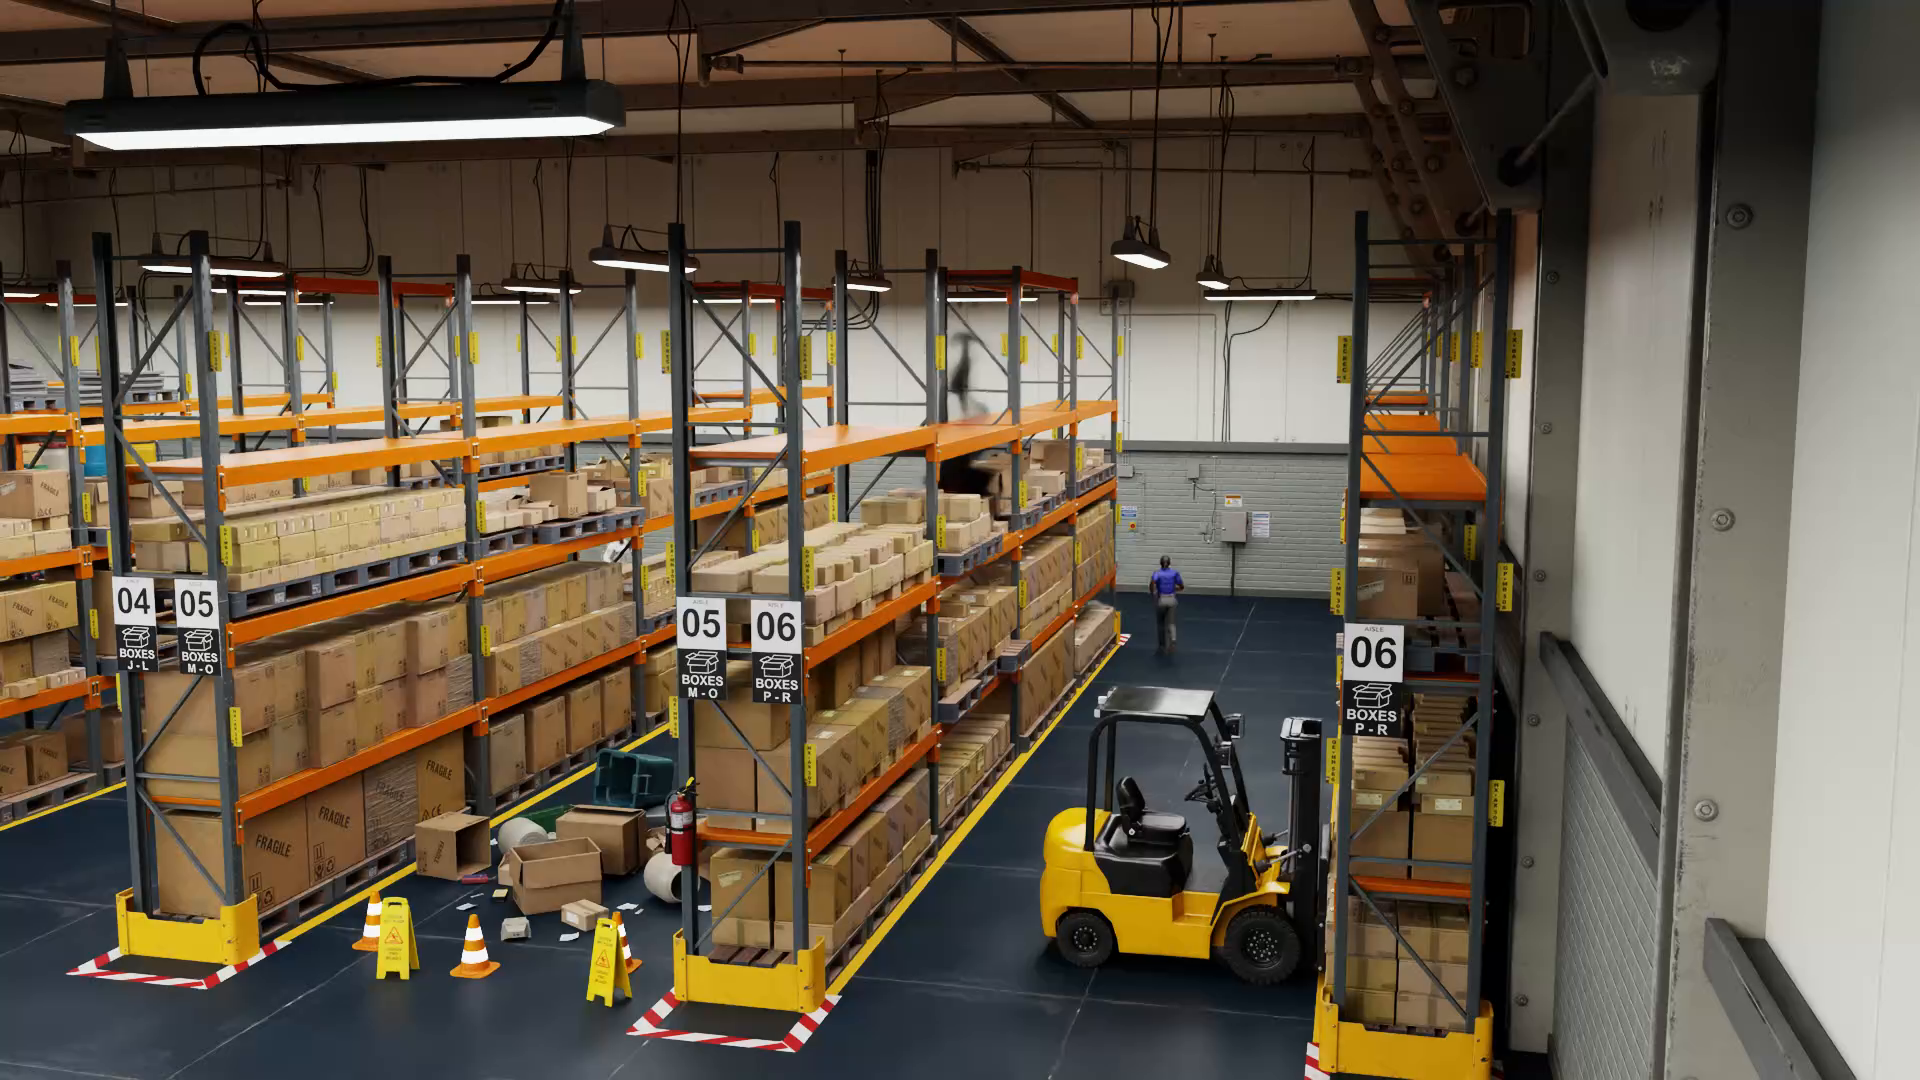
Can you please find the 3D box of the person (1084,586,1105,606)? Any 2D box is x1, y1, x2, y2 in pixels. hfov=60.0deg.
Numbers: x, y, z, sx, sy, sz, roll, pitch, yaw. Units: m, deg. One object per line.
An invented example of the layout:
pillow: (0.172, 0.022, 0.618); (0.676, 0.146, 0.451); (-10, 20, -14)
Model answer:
person: (2.443, 0.735, 29.513); (0.557, 1.701, 0.747); (5, 9, 37)

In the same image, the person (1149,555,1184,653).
person: (3.350, 1.067, 27.001); (0.592, 1.644, 1.043); (0, 7, -1)

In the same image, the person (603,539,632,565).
person: (-6.350, 0.584, 31.090); (0.681, 1.694, 0.647); (-7, 10, -44)
